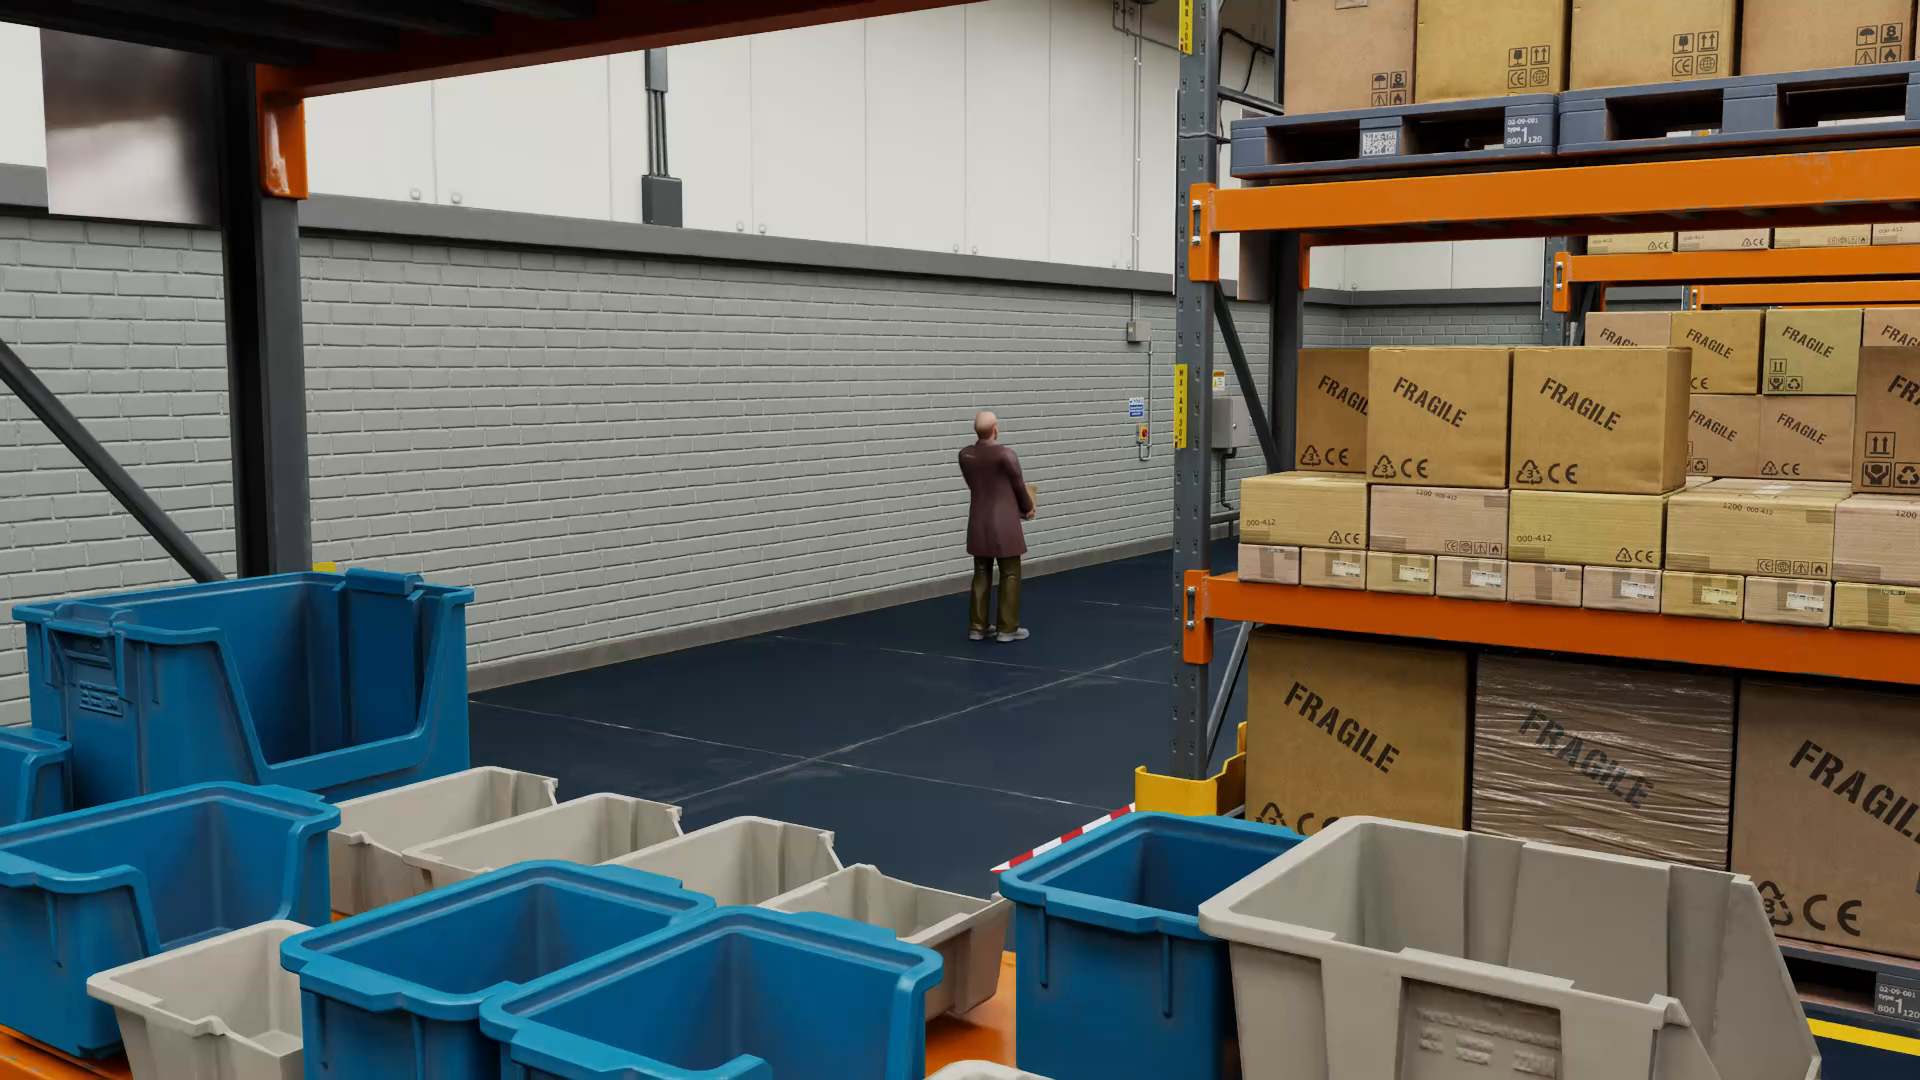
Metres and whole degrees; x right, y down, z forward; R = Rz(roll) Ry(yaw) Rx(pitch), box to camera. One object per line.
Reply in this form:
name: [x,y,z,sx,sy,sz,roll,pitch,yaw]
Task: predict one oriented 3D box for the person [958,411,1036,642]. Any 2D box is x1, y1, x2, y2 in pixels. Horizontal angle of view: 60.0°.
person: [0.311,-0.115,12.855,0.527,1.769,0.563,4,7,34]
